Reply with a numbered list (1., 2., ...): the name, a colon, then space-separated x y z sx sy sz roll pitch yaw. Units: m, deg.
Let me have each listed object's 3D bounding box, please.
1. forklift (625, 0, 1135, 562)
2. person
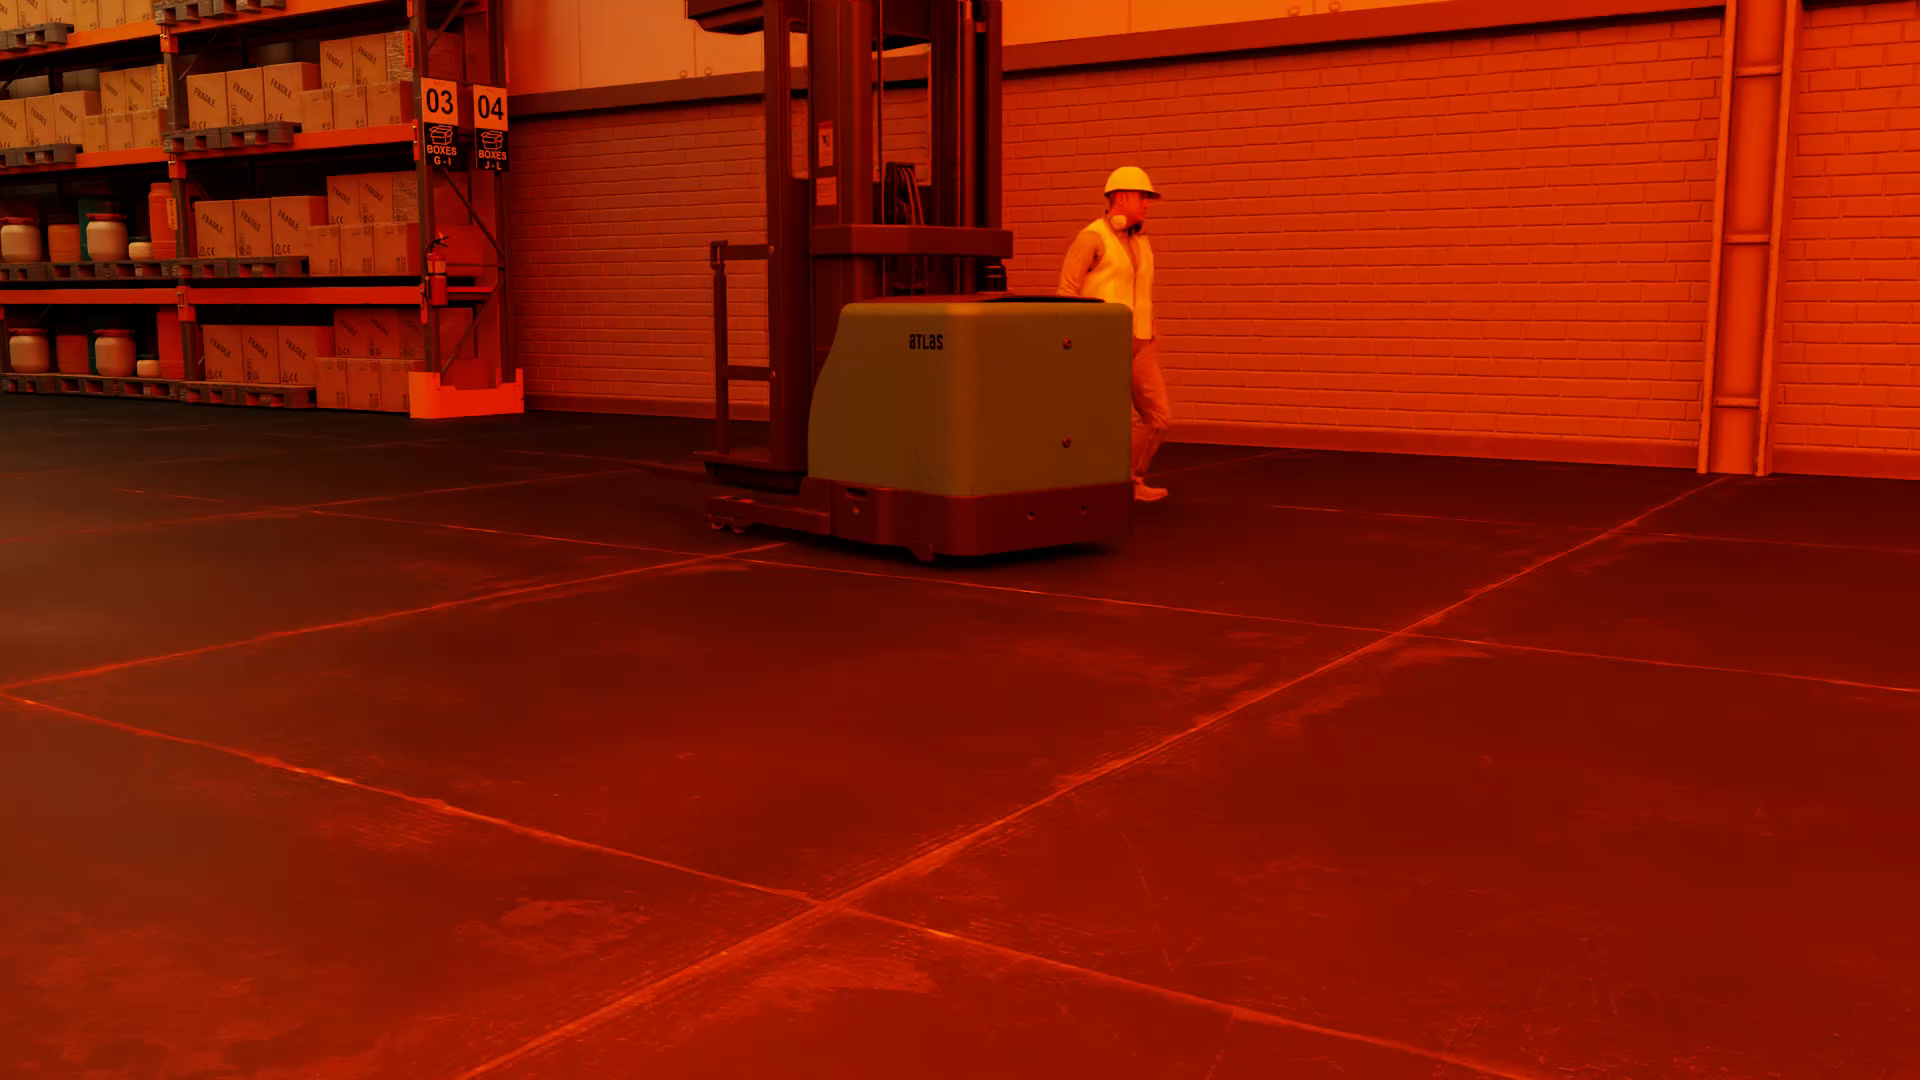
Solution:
1. forklift: -0.577 -1.519 7.873 1.130 2.935 3.031 -7 11 -40
2. person: 0.771 -1.023 8.473 0.764 1.732 0.393 -6 10 -37
